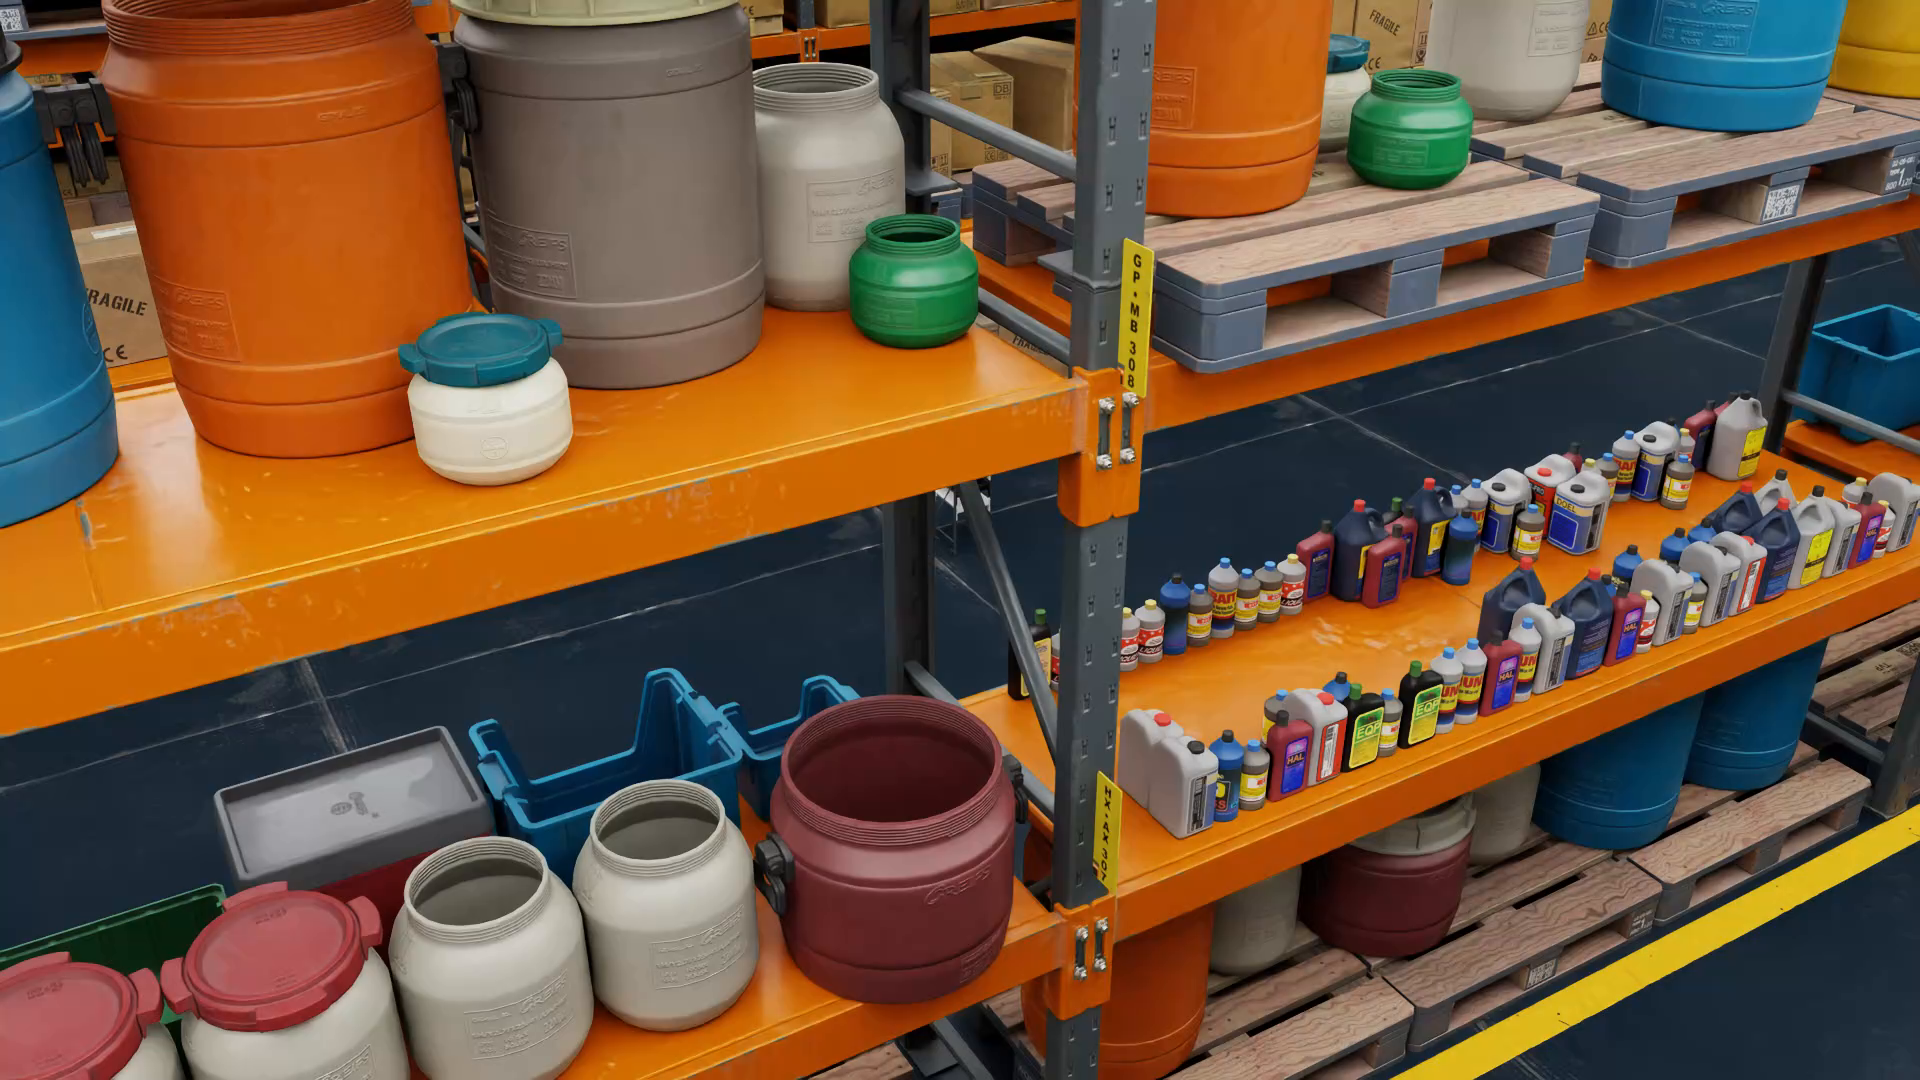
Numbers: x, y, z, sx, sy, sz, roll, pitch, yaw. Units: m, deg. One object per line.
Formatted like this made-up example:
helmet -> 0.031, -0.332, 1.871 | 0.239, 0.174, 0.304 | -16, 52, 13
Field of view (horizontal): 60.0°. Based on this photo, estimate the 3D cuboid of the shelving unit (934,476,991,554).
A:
shelving unit -> 0.007, -0.396, 8.536 | 0.210, 0.900, 0.258 | -16, 33, -26

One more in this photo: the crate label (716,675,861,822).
crate label -> -0.471, 0.597, 4.737 | 0.416, 0.233, 0.303 | -16, 33, -26

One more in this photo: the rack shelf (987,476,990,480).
rack shelf -> 0.007, -0.367, 8.552 | 0.200, 0.077, 0.258 | -16, 33, -26

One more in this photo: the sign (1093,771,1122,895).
sign -> 0.367, 0.733, 4.149 | 0.005, 0.325, 0.100 | -16, 33, -26

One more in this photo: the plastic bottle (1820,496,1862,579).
plastic bottle -> 3.040, -0.028, 5.824 | 0.135, 0.276, 0.152 | -16, 33, -26

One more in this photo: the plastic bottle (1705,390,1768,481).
plastic bottle -> 3.028, -0.420, 6.457 | 0.185, 0.351, 0.144 | -16, 33, -26

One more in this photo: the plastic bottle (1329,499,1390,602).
plastic bottle -> 1.359, 0.020, 5.660 | 0.185, 0.351, 0.144 | -16, 33, -26

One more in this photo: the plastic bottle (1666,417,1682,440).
plastic bottle -> 2.710, -0.342, 6.398 | 0.097, 0.271, 0.097 | 0, 29, 0

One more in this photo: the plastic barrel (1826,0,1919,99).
plastic barrel -> 2.847, -1.674, 4.945 | 0.600, 0.588, 0.600 | 0, 29, 0

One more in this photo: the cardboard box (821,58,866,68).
cardboard box -> -1.017, -4.091, 14.539 | 0.250, 0.149, 0.380 | -16, 33, -27

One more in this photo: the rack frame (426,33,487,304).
rack frame -> -2.424, -1.488, 8.341 | 0.127, 3.000, 1.000 | -16, 33, -26

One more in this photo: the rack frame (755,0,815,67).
rack frame -> -1.488, -4.530, 13.853 | 0.127, 3.000, 1.000 | -16, 33, -26

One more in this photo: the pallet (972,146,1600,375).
pallet -> 0.791, -0.800, 4.187 | 1.213, 0.211, 1.003 | -16, 33, -26

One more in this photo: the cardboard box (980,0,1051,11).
cardboard box -> 0.242, -5.145, 14.659 | 0.700, 0.700, 0.980 | -18, 33, -29

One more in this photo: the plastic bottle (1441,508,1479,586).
plastic bottle -> 1.732, 0.017, 5.749 | 0.097, 0.271, 0.097 | 0, 29, 0

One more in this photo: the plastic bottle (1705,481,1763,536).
plastic bottle -> 2.672, -0.034, 5.759 | 0.185, 0.351, 0.144 | -16, 33, -26

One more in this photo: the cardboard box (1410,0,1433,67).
cardboard box -> 2.906, -3.325, 10.533 | 0.500, 0.500, 0.500 | -15, 32, -25

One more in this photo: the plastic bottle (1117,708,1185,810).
plastic bottle -> 0.542, 0.596, 4.693 | 0.135, 0.276, 0.152 | -16, 33, -26

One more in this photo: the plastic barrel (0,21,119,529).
plastic barrel -> -1.910, -0.512, 2.950 | 0.708, 0.901, 0.600 | -16, 33, -26

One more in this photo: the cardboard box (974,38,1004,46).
cardboard box -> 0.322, -4.472, 15.230 | 0.250, 0.149, 0.380 | -15, 32, -26

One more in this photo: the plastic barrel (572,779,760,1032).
plastic barrel -> -0.696, 0.869, 3.956 | 0.421, 0.512, 0.421 | 0, 29, 0

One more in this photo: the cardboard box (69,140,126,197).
cardboard box -> -6.054, -2.666, 11.831 | 0.500, 0.250, 0.500 | -15, 32, -25

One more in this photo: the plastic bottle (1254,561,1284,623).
plastic bottle -> 1.026, 0.167, 5.549 | 0.097, 0.201, 0.097 | 0, 29, 0

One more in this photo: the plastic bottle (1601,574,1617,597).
plastic bottle -> 2.057, 0.235, 5.353 | 0.097, 0.271, 0.097 | 0, 29, 0

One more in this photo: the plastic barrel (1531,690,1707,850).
plastic barrel -> 2.443, 0.632, 6.238 | 0.708, 0.901, 0.600 | -16, 33, -26

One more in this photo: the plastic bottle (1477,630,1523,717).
plastic bottle -> 1.639, 0.393, 5.055 | 0.133, 0.283, 0.061 | -16, 33, -26

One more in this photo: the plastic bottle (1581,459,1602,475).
plastic bottle -> 2.342, -0.207, 6.226 | 0.097, 0.201, 0.097 | 0, 29, 0

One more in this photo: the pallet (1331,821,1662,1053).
pallet -> 1.792, 1.291, 6.193 | 1.213, 0.211, 1.003 | -16, 33, -26

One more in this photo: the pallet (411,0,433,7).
pallet -> -2.964, -2.515, 7.294 | 1.003, 0.211, 1.213 | -14, 32, -24

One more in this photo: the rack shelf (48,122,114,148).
rack shelf -> -6.661, -2.746, 11.366 | 4.000, 0.370, 1.077 | -16, 33, -26

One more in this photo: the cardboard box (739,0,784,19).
cardboard box -> -1.758, -4.494, 13.357 | 0.500, 0.500, 0.500 | -16, 33, -27

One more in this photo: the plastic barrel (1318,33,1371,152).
plastic barrel -> 0.932, -1.183, 4.394 | 0.301, 0.262, 0.301 | 0, 29, 0

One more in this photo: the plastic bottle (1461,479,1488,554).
plastic bottle -> 1.827, -0.091, 5.944 | 0.097, 0.271, 0.097 | 0, 29, 0

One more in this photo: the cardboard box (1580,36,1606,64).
cardboard box -> 4.225, -3.267, 11.461 | 0.500, 0.500, 0.500 | -15, 32, -25

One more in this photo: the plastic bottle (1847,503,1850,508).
plastic bottle -> 3.123, -0.037, 5.919 | 0.097, 0.201, 0.097 | 0, 29, 0

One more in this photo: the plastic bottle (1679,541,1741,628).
plastic bottle -> 2.489, 0.129, 5.541 | 0.135, 0.276, 0.152 | -16, 33, -26

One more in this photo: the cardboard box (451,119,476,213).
cardboard box -> -4.236, -2.918, 12.724 | 0.750, 0.750, 0.750 | -16, 33, -27

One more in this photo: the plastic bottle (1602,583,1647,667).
plastic bottle -> 2.113, 0.258, 5.299 | 0.133, 0.283, 0.061 | -16, 33, -26

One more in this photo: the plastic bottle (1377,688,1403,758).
plastic bottle -> 1.247, 0.529, 4.892 | 0.097, 0.201, 0.097 | 0, 29, 0

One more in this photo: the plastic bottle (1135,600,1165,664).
plastic bottle -> 0.607, 0.286, 5.333 | 0.097, 0.201, 0.097 | 0, 29, 0

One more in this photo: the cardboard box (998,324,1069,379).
cardboard box -> 0.314, -1.207, 9.965 | 0.500, 0.500, 0.500 | -16, 33, -26

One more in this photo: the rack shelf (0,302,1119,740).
rack shelf -> -1.642, 0.068, 3.163 | 4.000, 0.370, 1.077 | -16, 33, -26

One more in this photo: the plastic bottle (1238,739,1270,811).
plastic bottle -> 0.817, 0.652, 4.670 | 0.097, 0.201, 0.097 | 0, 29, 0

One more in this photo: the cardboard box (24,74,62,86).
cardboard box -> -6.400, -3.353, 11.163 | 0.500, 0.500, 0.700 | -16, 33, -26

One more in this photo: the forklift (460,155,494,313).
forklift -> -2.762, -2.674, 10.562 | 3.031, 2.935, 1.130 | 18, 34, 29

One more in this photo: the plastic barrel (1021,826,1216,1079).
plastic barrel -> 0.495, 1.216, 5.253 | 0.708, 0.830, 0.600 | -16, 33, -26

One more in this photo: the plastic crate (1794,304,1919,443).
plastic crate -> 3.761, -0.678, 6.829 | 0.575, 0.384, 0.392 | -16, 33, -26

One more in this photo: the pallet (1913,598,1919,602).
pallet -> 5.198, 0.322, 7.949 | 1.213, 0.211, 1.003 | -16, 33, -26
